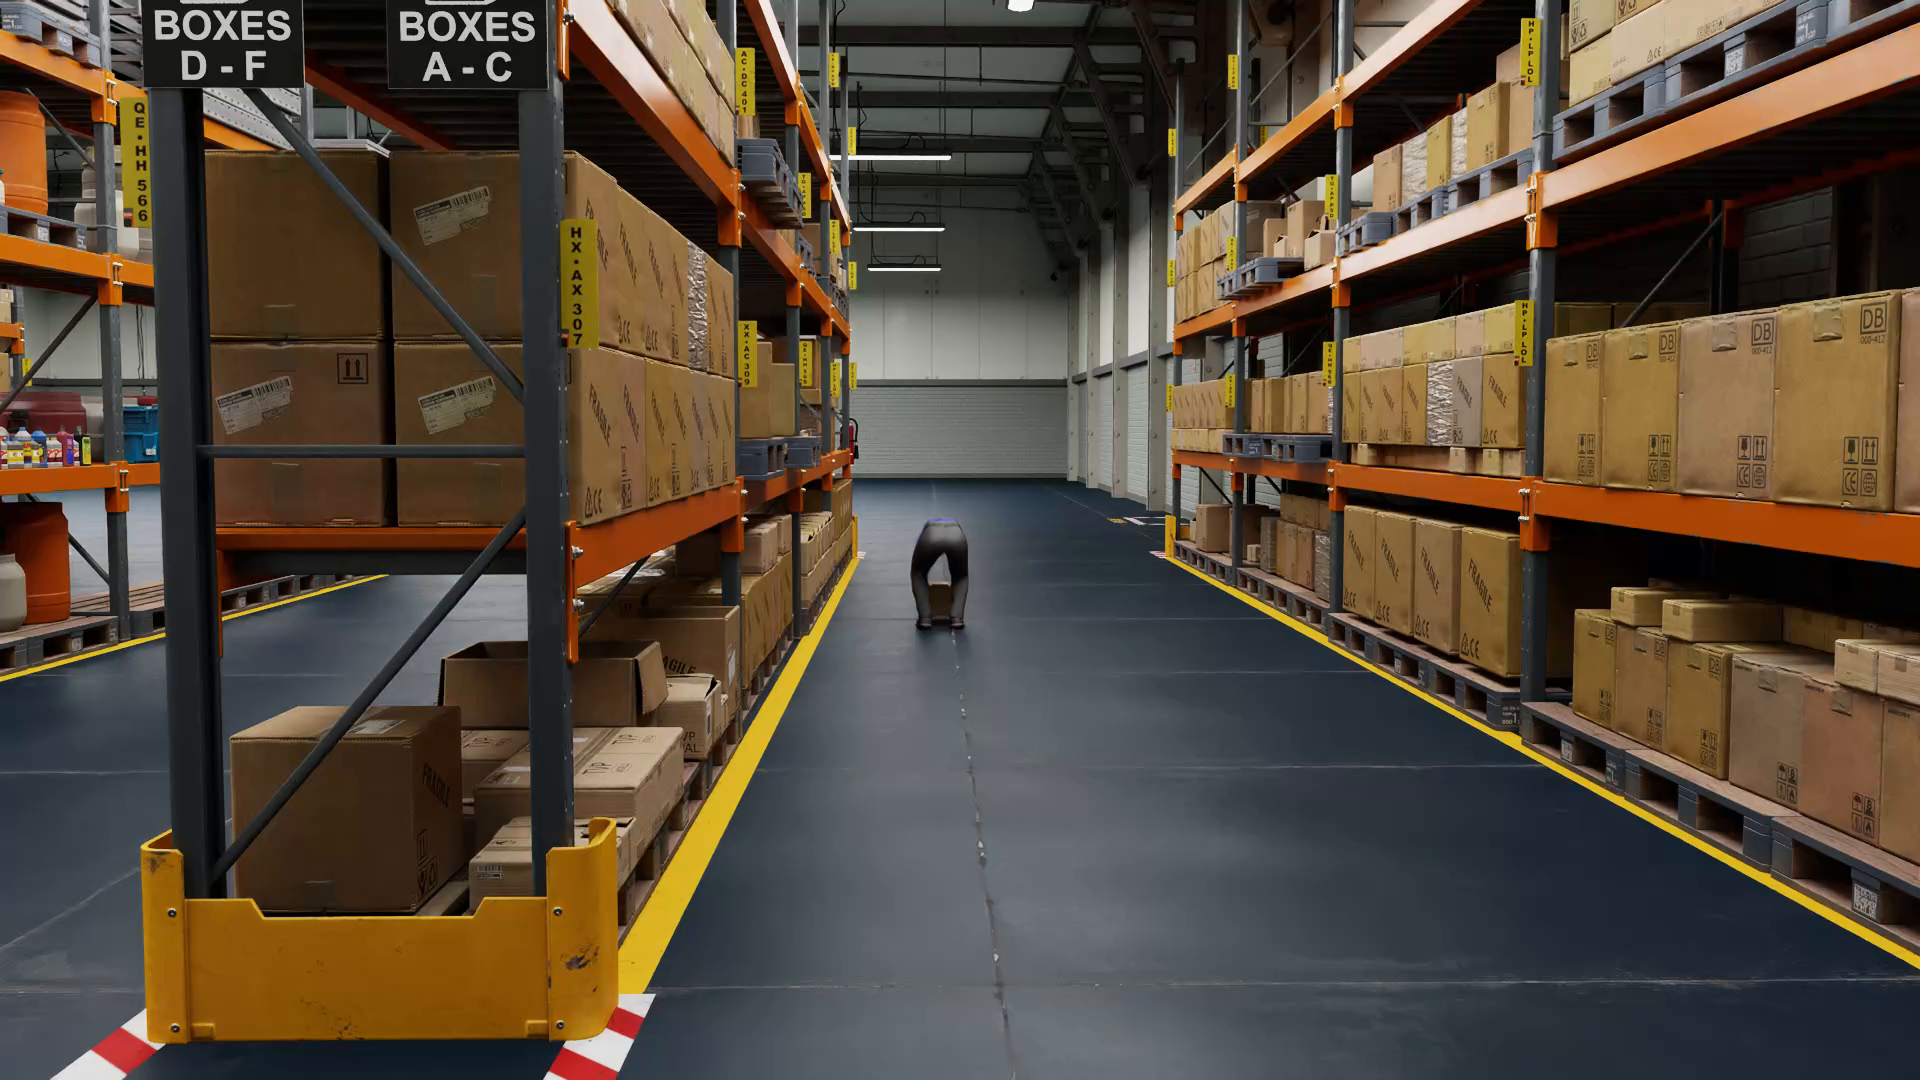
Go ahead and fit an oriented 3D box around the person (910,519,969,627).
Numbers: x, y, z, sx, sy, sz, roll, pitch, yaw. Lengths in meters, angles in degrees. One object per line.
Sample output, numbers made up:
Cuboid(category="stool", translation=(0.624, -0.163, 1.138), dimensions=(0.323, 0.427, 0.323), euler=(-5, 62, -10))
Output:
Cuboid(category="person", translation=(-0.165, 0.249, 13.250), dimensions=(0.465, 0.864, 0.866), euler=(0, 4, -5))
